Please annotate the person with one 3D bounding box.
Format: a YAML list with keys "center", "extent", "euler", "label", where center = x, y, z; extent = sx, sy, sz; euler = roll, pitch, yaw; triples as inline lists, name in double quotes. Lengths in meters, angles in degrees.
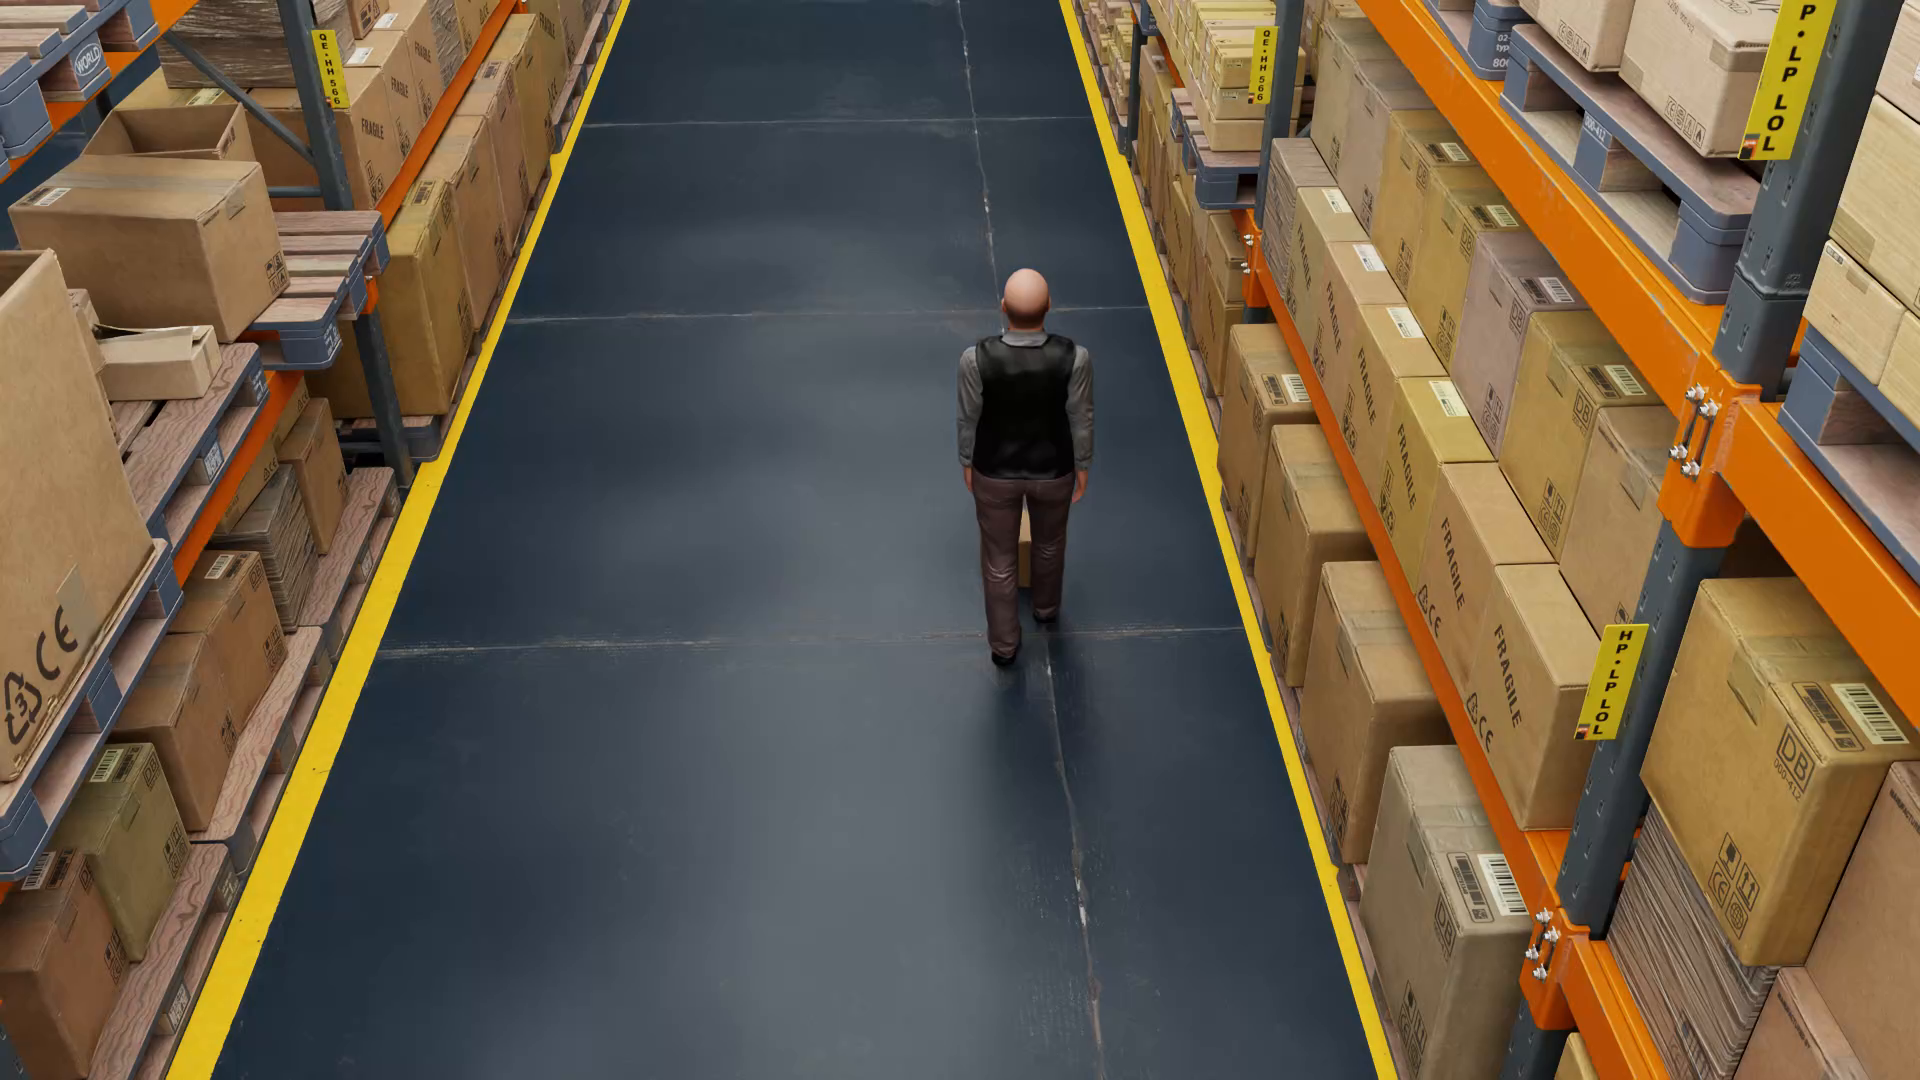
- center: [0.246, -0.328, 6.648]
  extent: [0.536, 1.728, 0.598]
  euler: [-2, 35, -2]
  label: "person"
